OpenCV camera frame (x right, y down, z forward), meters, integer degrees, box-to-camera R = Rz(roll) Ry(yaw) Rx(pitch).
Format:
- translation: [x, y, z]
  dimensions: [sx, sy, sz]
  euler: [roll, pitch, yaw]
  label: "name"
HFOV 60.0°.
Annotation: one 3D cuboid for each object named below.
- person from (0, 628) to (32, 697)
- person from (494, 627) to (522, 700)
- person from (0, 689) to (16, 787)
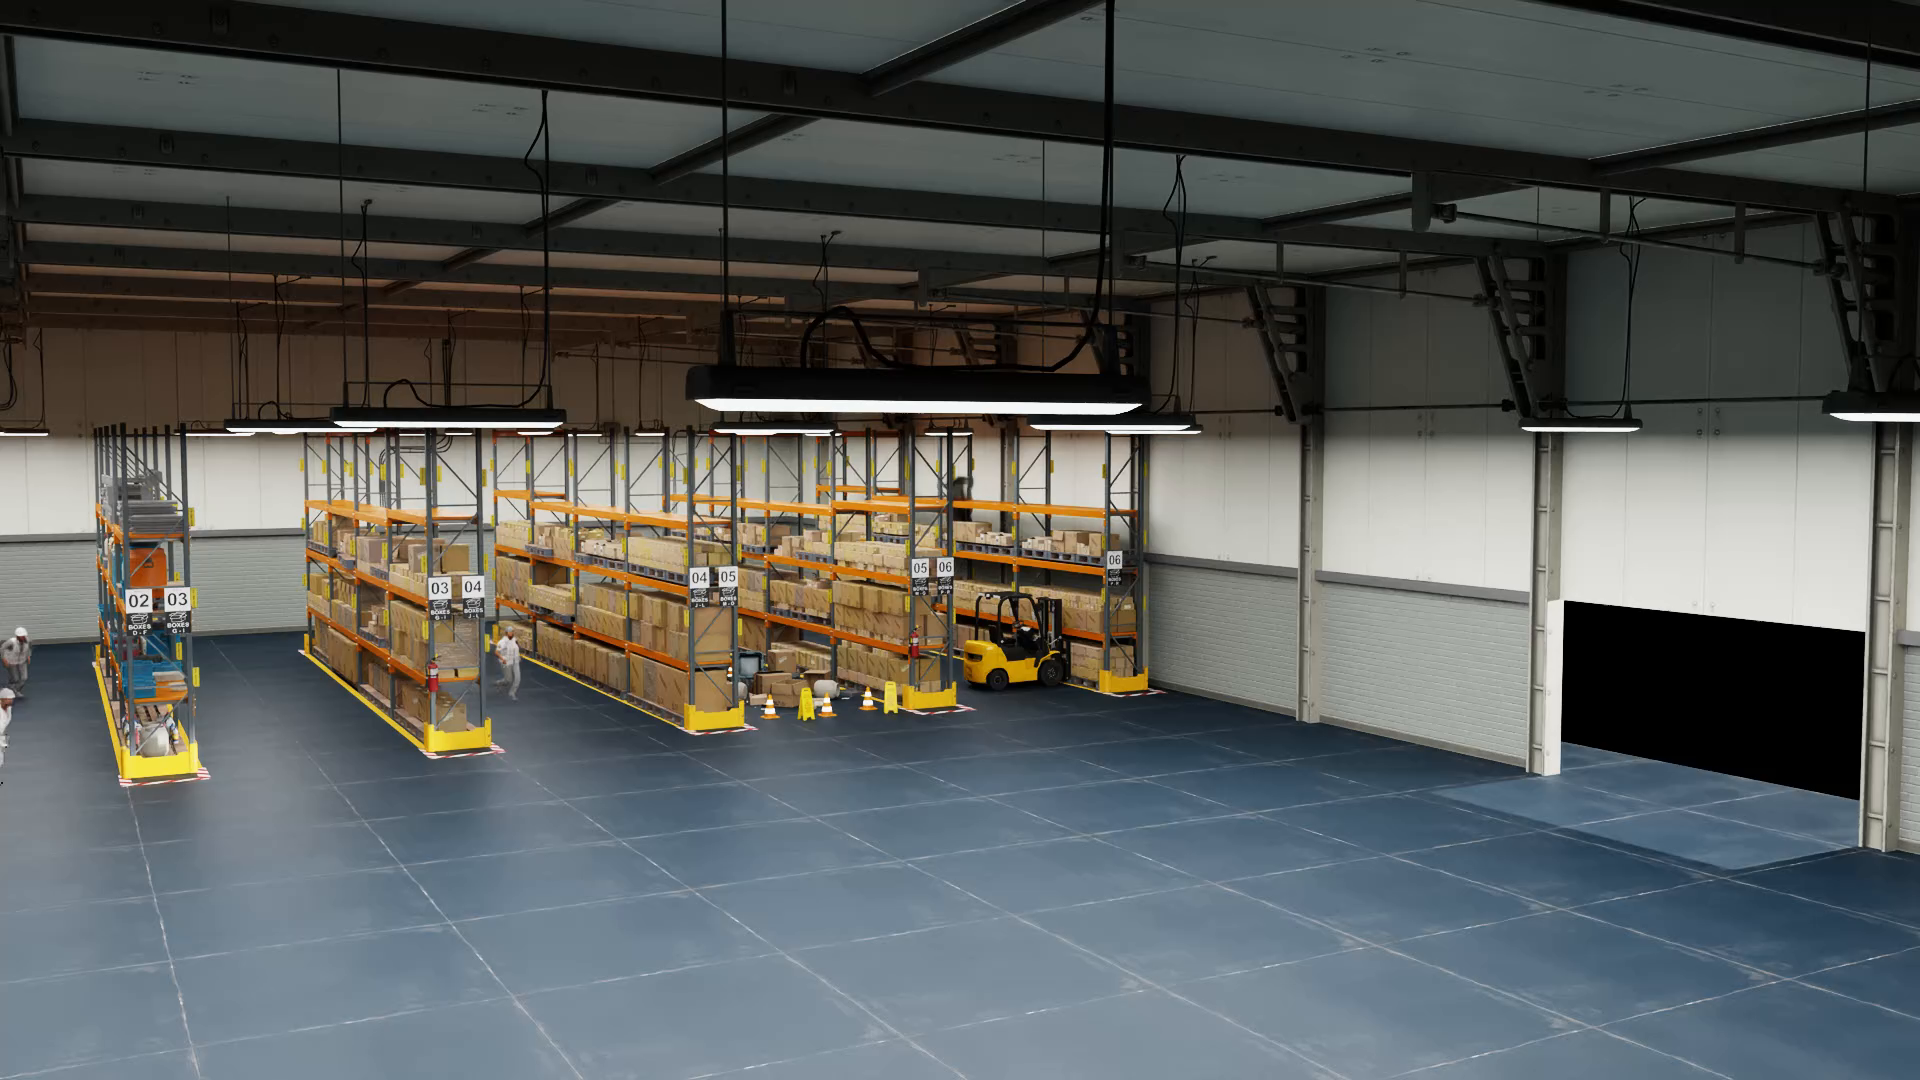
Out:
- translation: [-20.942, 2.711, 36.864]
  dimensions: [0.976, 1.579, 0.673]
  euler: [3, 5, 40]
  label: "person"
- translation: [-9.964, 2.708, 36.633]
  dimensions: [0.642, 1.621, 0.616]
  euler: [3, 5, 40]
  label: "person"
- translation: [-15.836, 3.245, 27.198]
  dimensions: [0.852, 1.651, 0.677]
  euler: [-1, 4, -12]
  label: "person"
